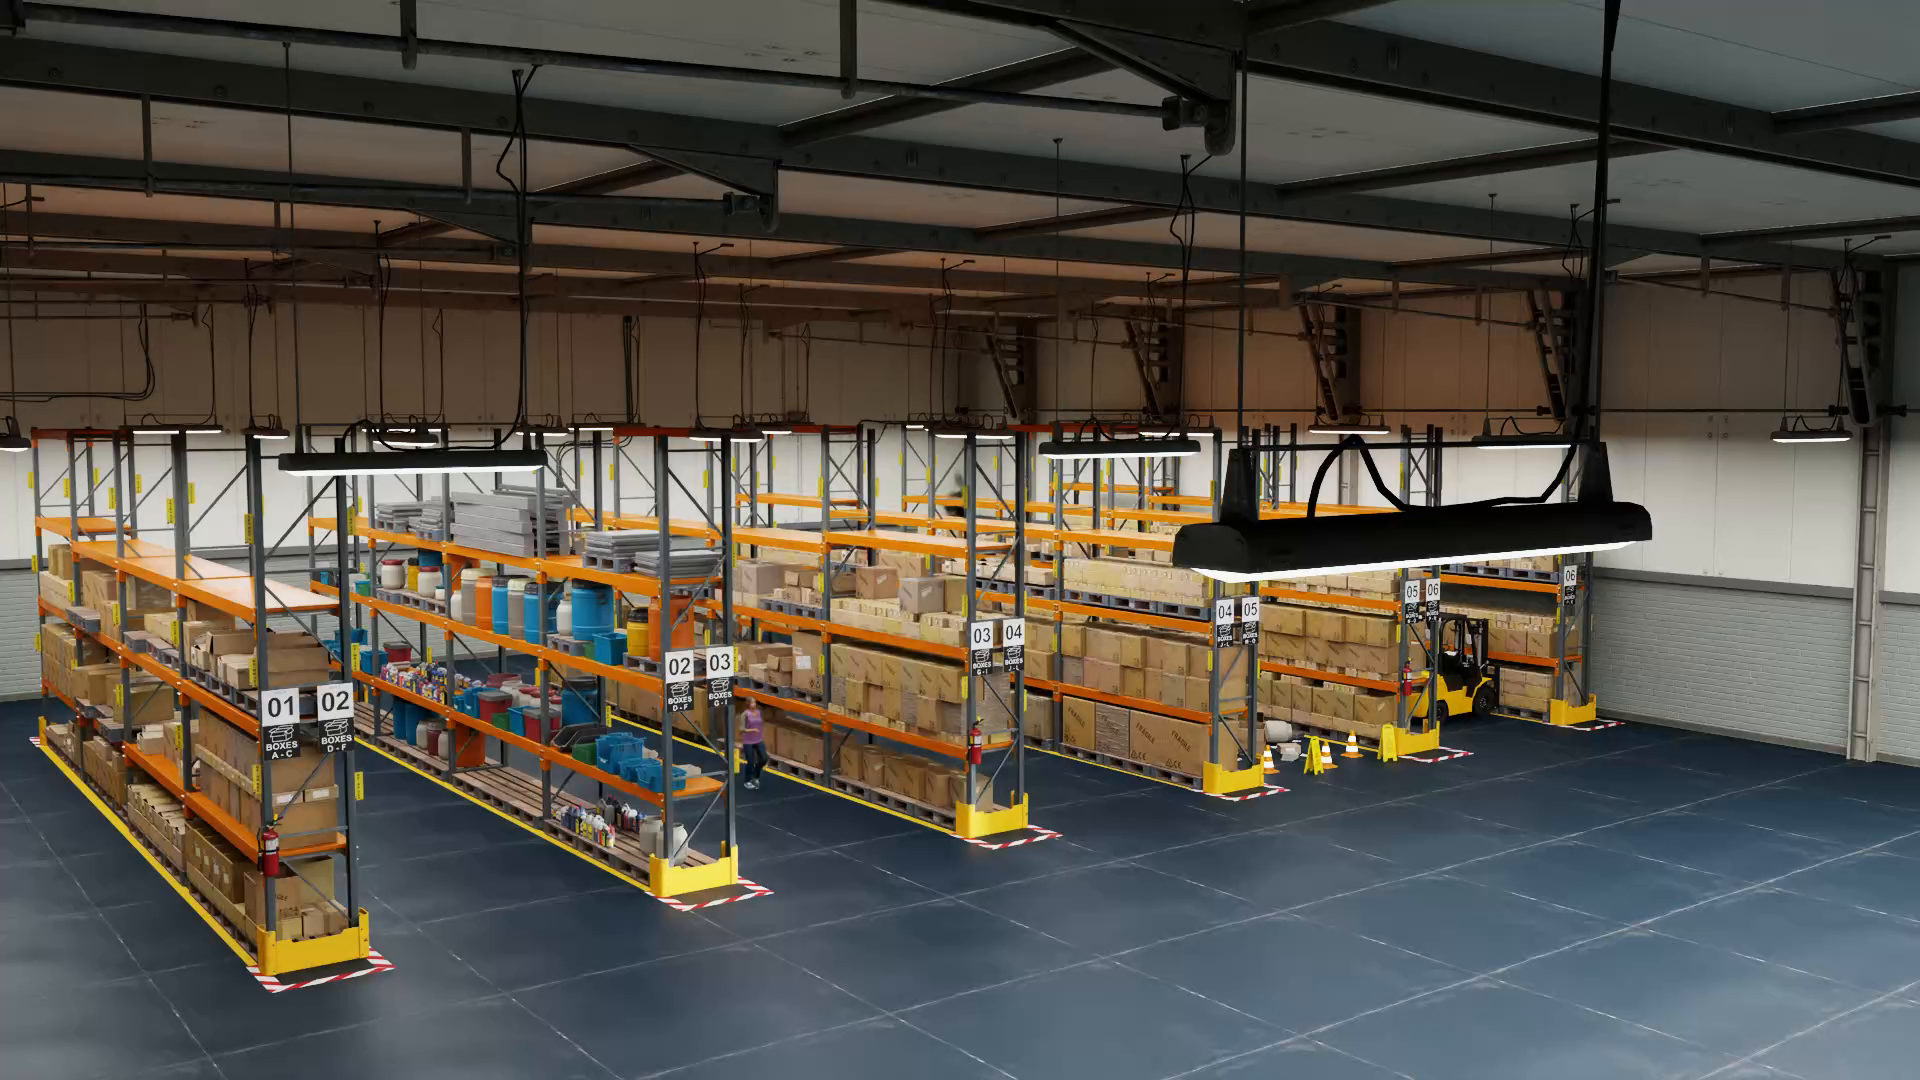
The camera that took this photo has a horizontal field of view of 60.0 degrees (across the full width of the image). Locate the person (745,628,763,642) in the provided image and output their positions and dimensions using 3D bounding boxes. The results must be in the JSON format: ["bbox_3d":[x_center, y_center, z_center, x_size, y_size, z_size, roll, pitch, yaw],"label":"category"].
[{"bbox_3d":[-5.353,1.380,24.181,21.322,5.890,29.326,-3,5,-35],"label":"person"}]

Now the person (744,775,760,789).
[{"bbox_3d":[-3.475,4.011,27.757,0.195,0.269,0.294,-3,6,-37],"label":"person"}]

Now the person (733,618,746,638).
[{"bbox_3d":[-5.578,2.460,41.892,0.444,1.032,0.558,0,4,-2],"label":"person"}]
